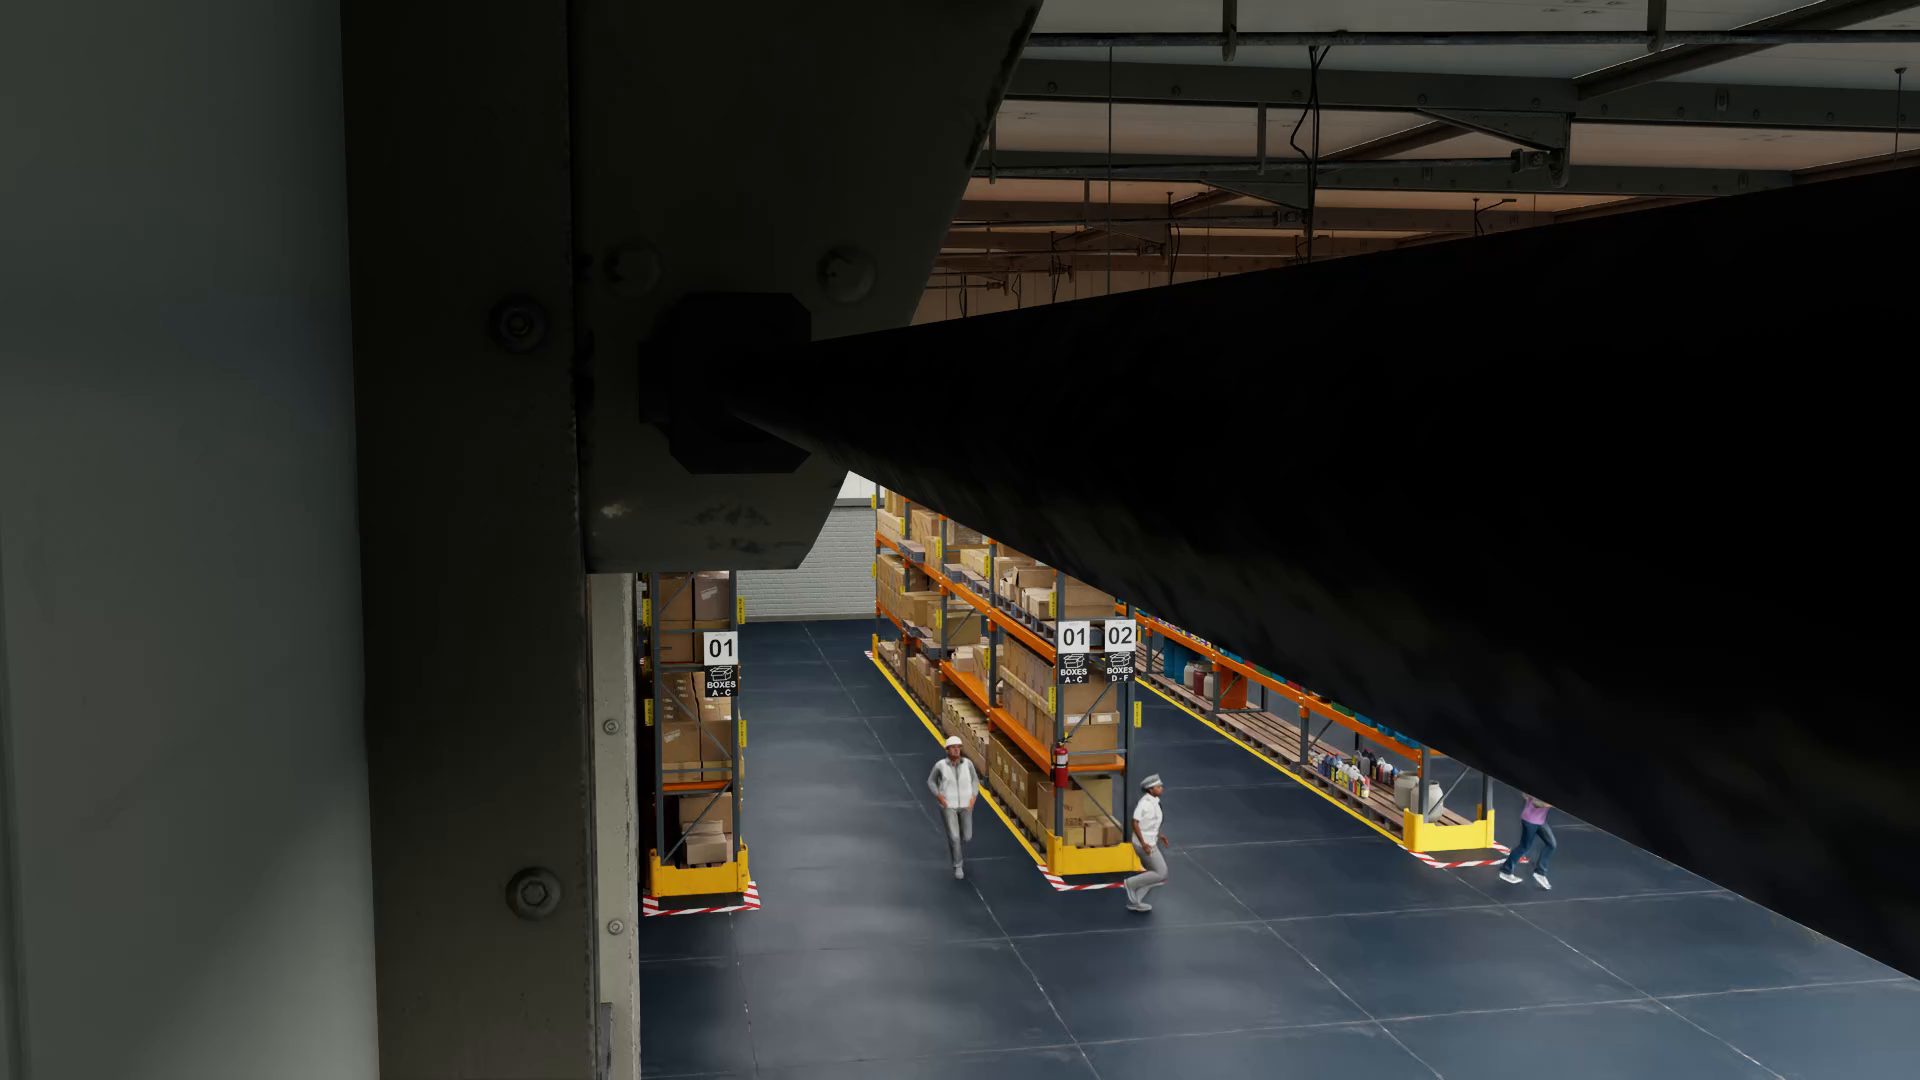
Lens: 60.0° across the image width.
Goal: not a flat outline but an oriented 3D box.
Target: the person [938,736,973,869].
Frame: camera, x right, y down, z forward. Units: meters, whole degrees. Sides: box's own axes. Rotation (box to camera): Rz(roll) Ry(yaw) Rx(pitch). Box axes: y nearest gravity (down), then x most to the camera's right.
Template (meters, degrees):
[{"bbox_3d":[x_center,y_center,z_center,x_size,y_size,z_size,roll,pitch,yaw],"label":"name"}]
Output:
[{"bbox_3d":[-0.072,3.297,21.021,0.445,1.661,0.697,-2,6,-18],"label":"person"}]

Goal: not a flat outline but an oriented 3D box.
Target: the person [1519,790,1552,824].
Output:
[{"bbox_3d":[7.091,3.050,20.253,0.601,0.793,0.493,3,7,27],"label":"person"}]

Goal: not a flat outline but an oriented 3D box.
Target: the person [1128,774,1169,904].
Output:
[{"bbox_3d":[2.209,3.499,19.465,0.478,1.559,0.543,1,6,10],"label":"person"}]
